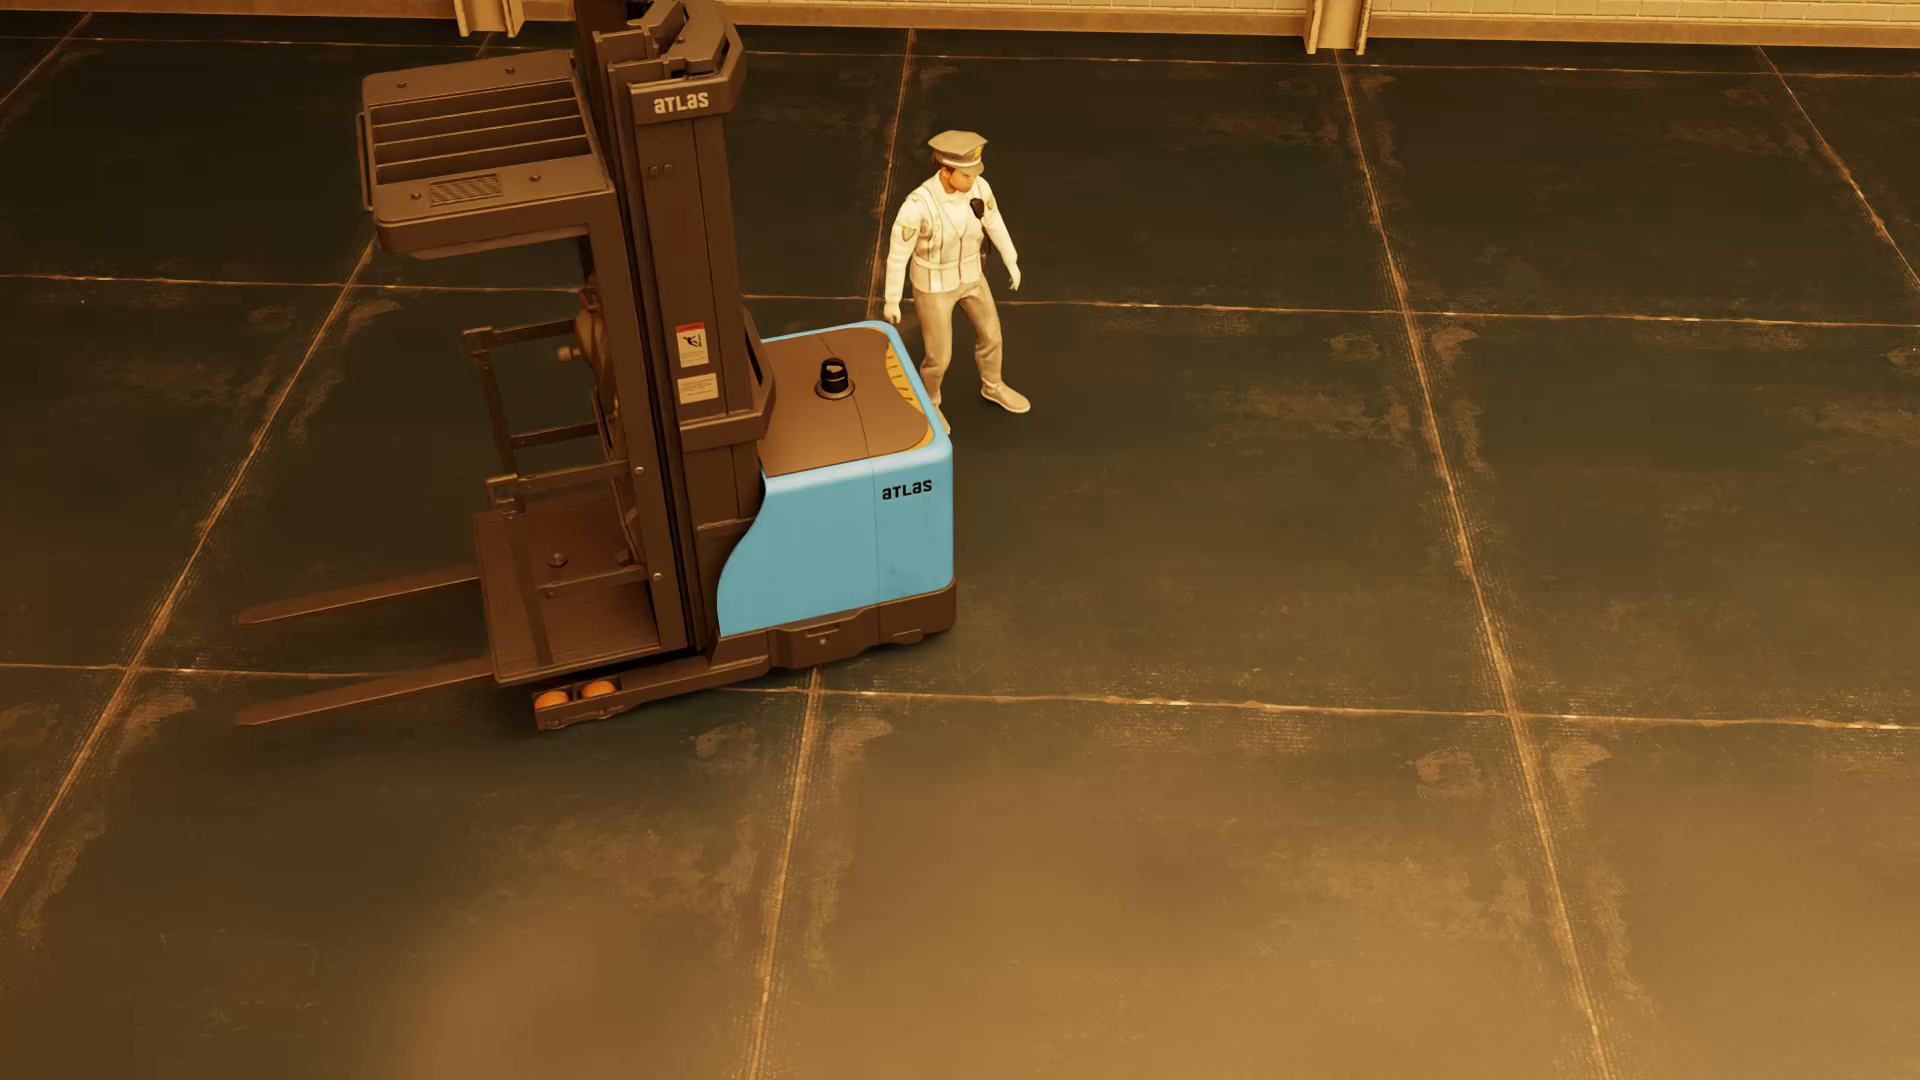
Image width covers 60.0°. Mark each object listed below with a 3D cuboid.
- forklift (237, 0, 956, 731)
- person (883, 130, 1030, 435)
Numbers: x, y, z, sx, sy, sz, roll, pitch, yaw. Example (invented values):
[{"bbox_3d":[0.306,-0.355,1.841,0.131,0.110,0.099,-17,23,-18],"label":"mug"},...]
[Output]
[{"bbox_3d":[-1.592,-0.682,6.489,3.031,2.935,1.130,-12,44,-13],"label":"forklift"},{"bbox_3d":[-0.019,-1.243,8.066,0.741,1.641,0.357,-24,47,-24],"label":"person"}]
